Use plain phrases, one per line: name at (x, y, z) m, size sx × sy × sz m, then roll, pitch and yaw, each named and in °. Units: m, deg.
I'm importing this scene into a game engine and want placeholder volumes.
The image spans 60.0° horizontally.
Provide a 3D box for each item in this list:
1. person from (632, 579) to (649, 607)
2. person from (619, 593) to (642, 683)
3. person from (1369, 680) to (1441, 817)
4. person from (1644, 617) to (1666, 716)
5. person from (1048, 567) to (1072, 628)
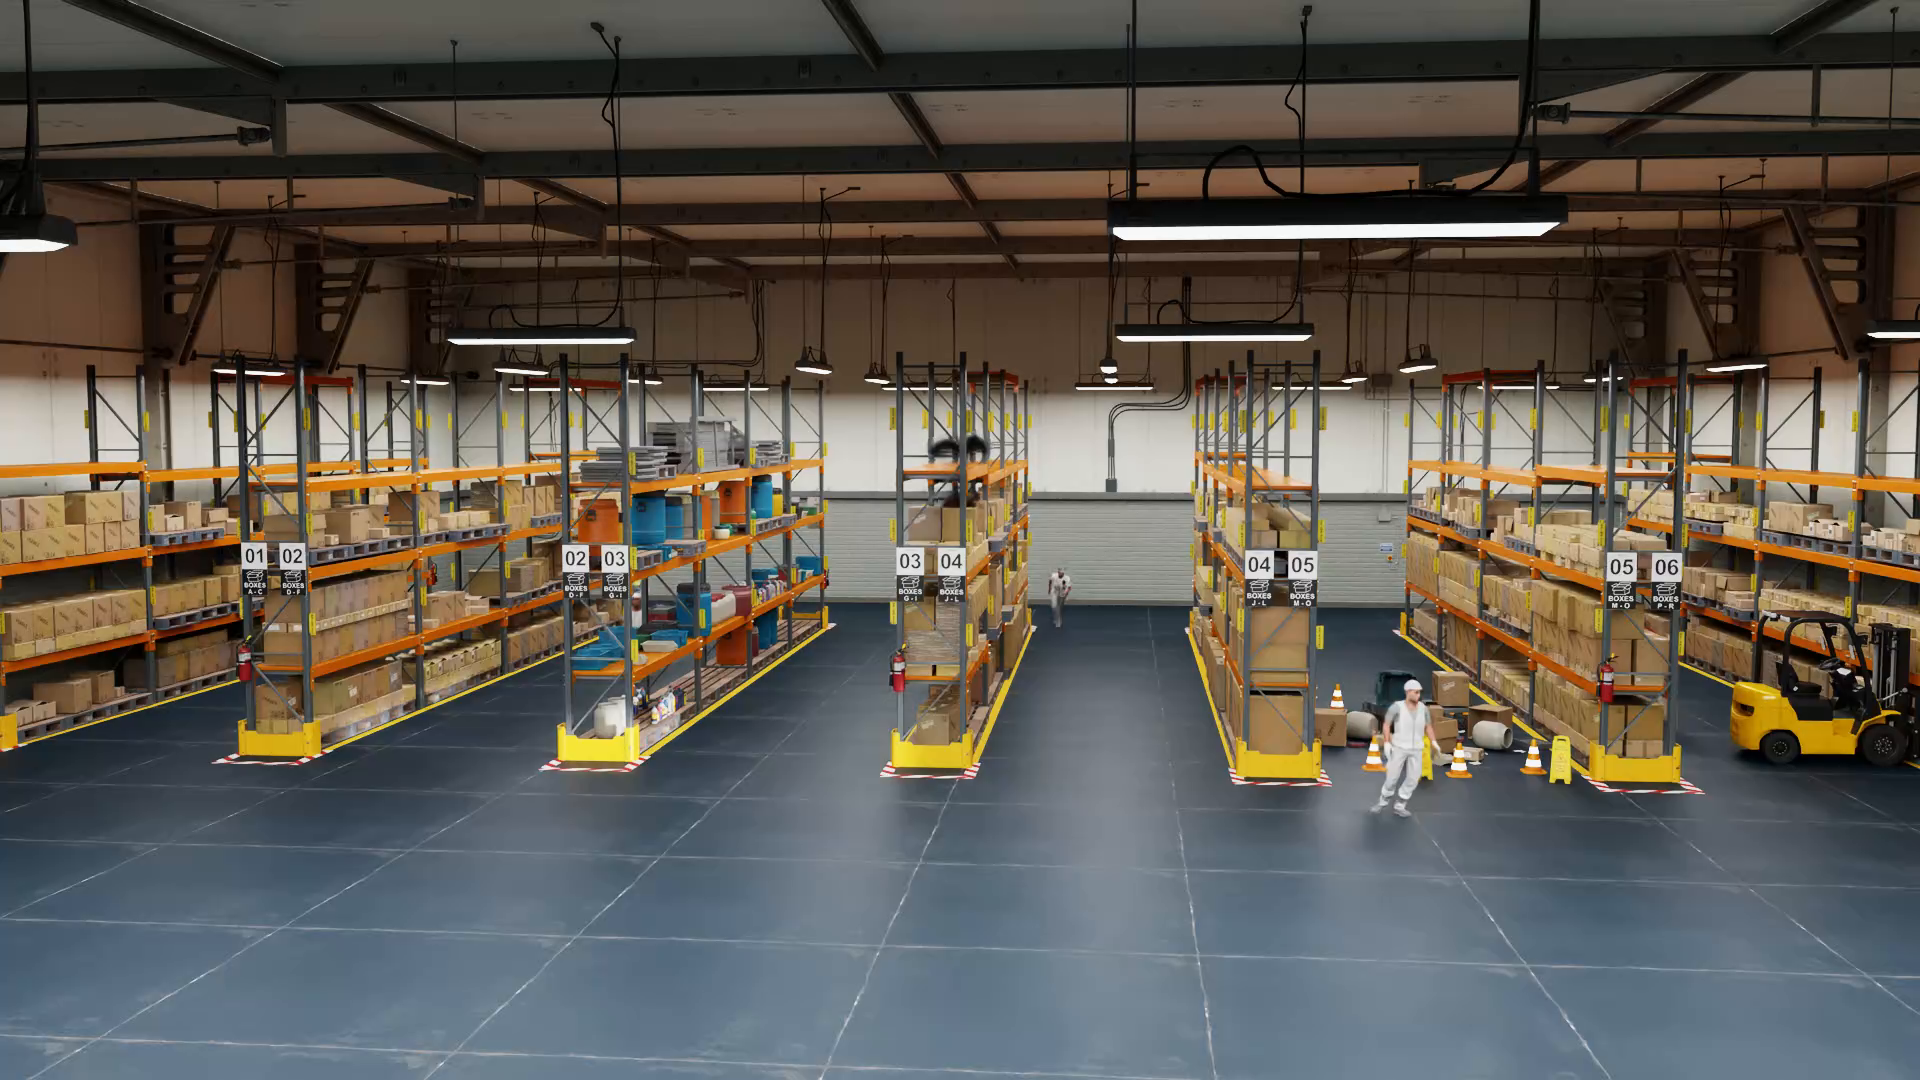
person at (-8.180, 1.149, 42.068) m, size 0.909 × 1.721 × 0.739 m, roll 3°, pitch 5°, yaw 35°
person at (-6.204, 1.876, 31.760) m, size 0.695 × 1.733 × 0.586 m, roll 0°, pitch 4°, yaw 3°
person at (5.599, 2.637, 20.926) m, size 0.768 × 1.755 × 0.592 m, roll -1°, pitch 4°, yaw -13°
person at (11.625, 2.167, 28.131) m, size 0.667 × 1.710 × 1.000 m, roll 0°, pitch 4°, yaw -2°
person at (2.443, 1.362, 40.608) m, size 0.582 × 1.487 × 0.996 m, roll 0°, pitch 4°, yaw 5°
